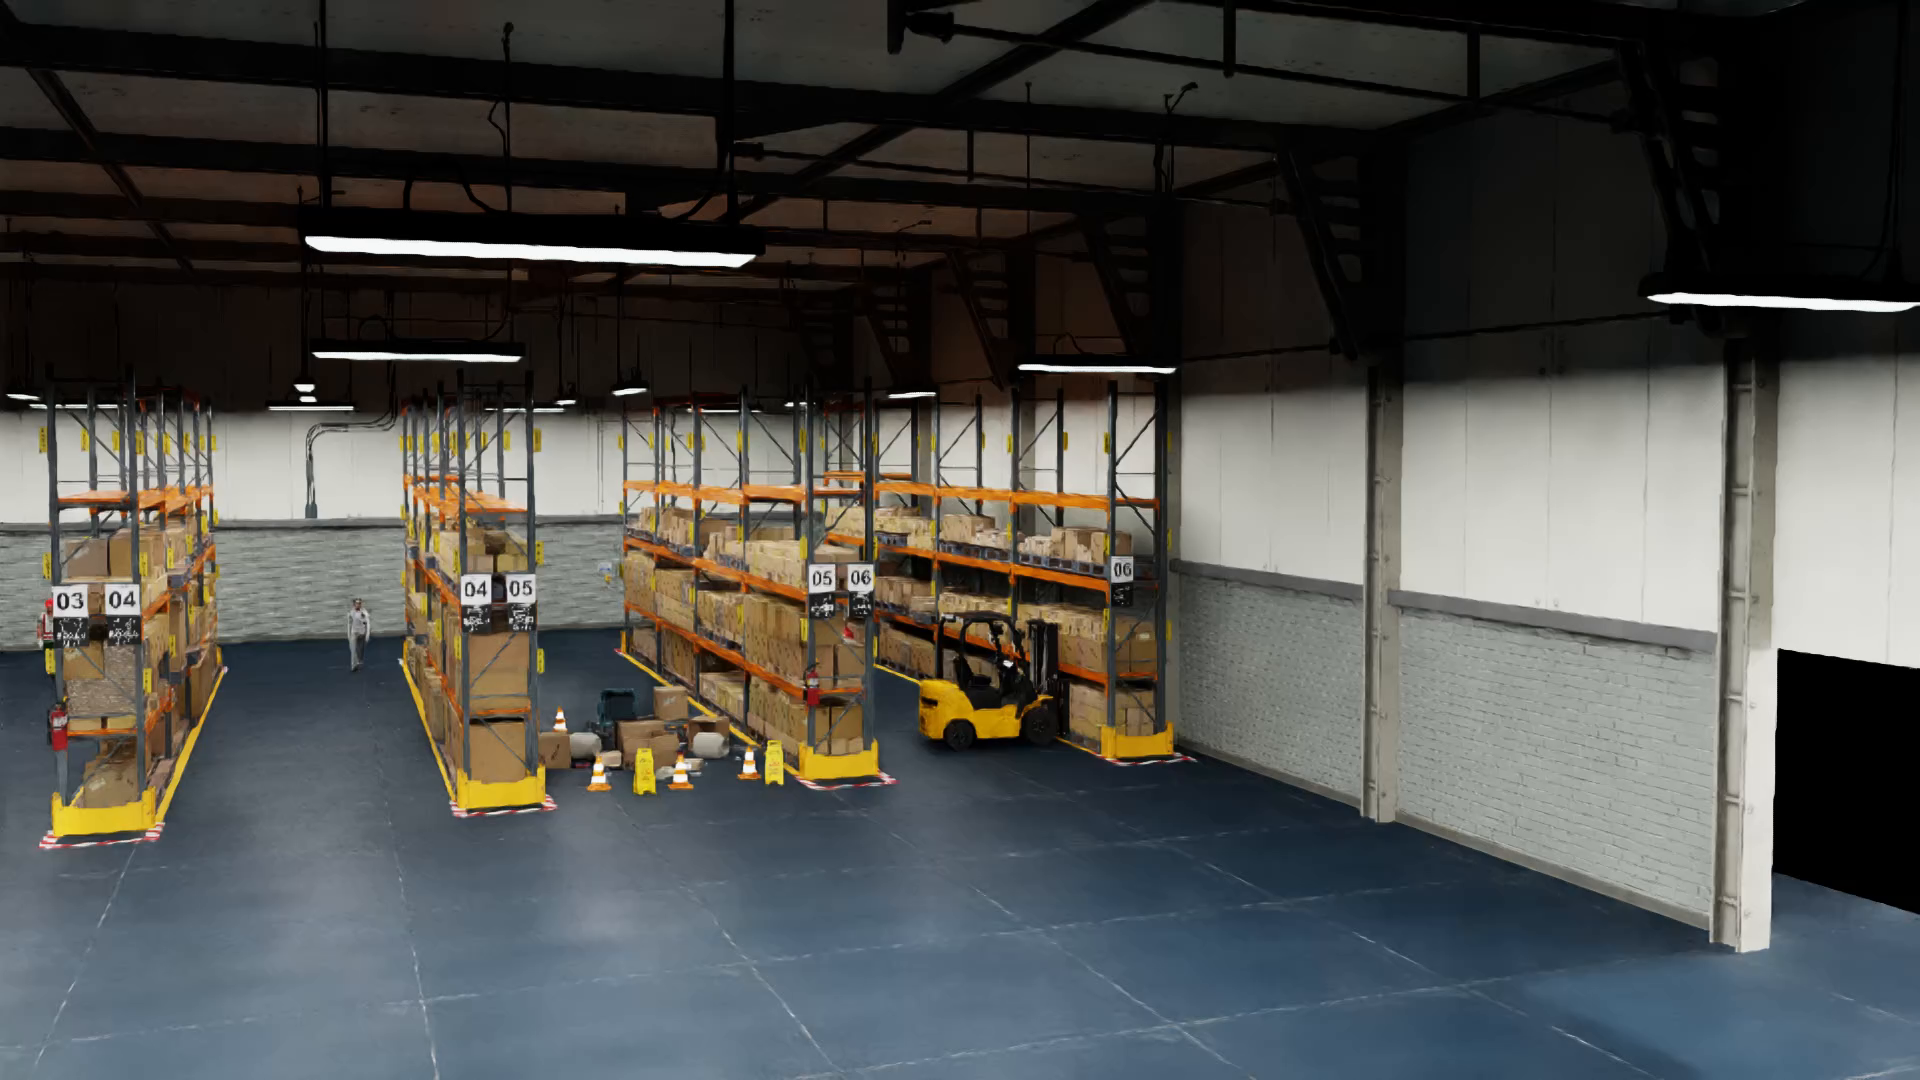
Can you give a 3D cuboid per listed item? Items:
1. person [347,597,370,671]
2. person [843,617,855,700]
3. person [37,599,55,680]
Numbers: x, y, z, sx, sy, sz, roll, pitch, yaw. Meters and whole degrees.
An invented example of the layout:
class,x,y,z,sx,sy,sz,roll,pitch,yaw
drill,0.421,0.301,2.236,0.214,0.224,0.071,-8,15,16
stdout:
class,x,y,z,sx,sy,sz,roll,pitch,yaw
person,-13.251,2.046,36.655,0.488,1.590,1.089,-1,4,-23
person,-2.212,2.298,31.267,0.586,1.723,0.654,1,3,10
person,-19.173,2.082,35.104,0.553,1.709,1.123,-1,4,-19
